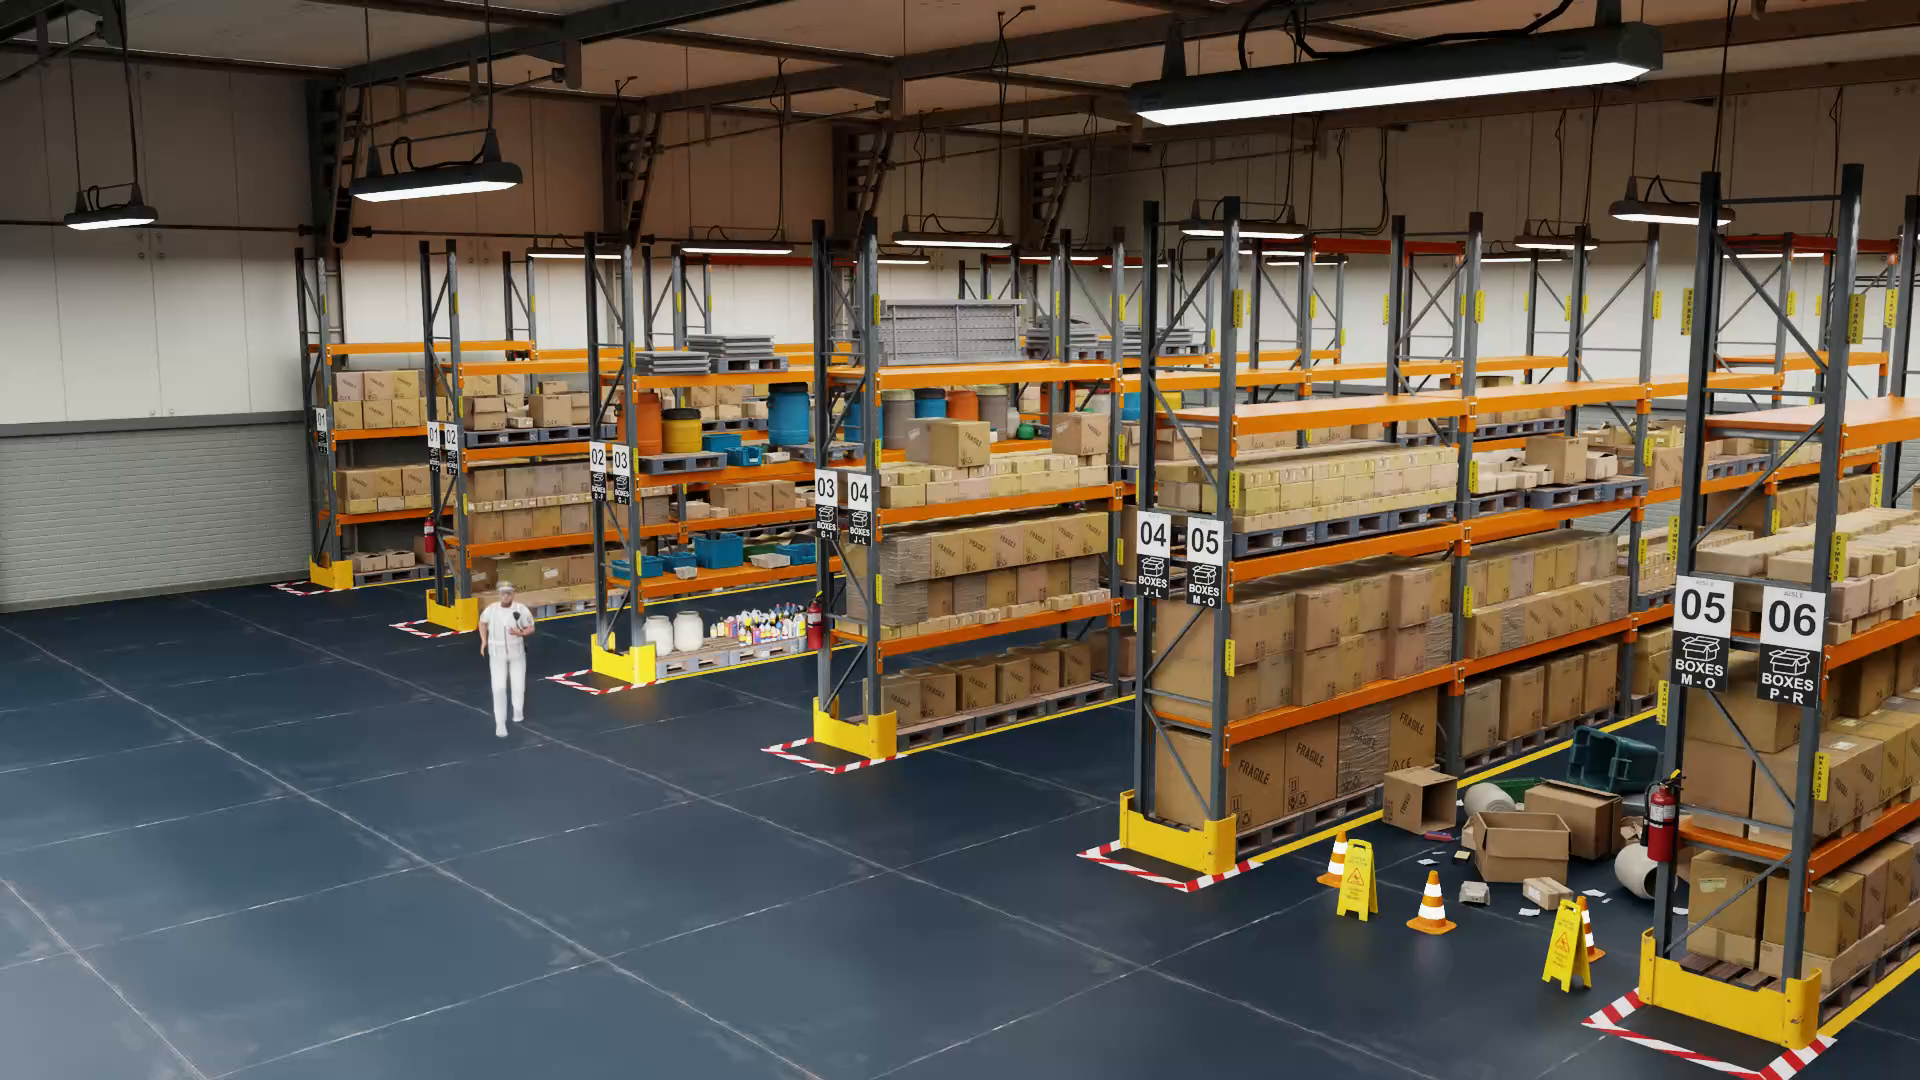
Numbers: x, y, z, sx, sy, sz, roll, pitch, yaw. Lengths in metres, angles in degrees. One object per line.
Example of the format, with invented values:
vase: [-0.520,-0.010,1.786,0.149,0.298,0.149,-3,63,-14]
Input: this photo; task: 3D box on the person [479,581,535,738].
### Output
person: [-5.395,1.385,19.857,0.642,1.839,0.837,-2,9,-15]
